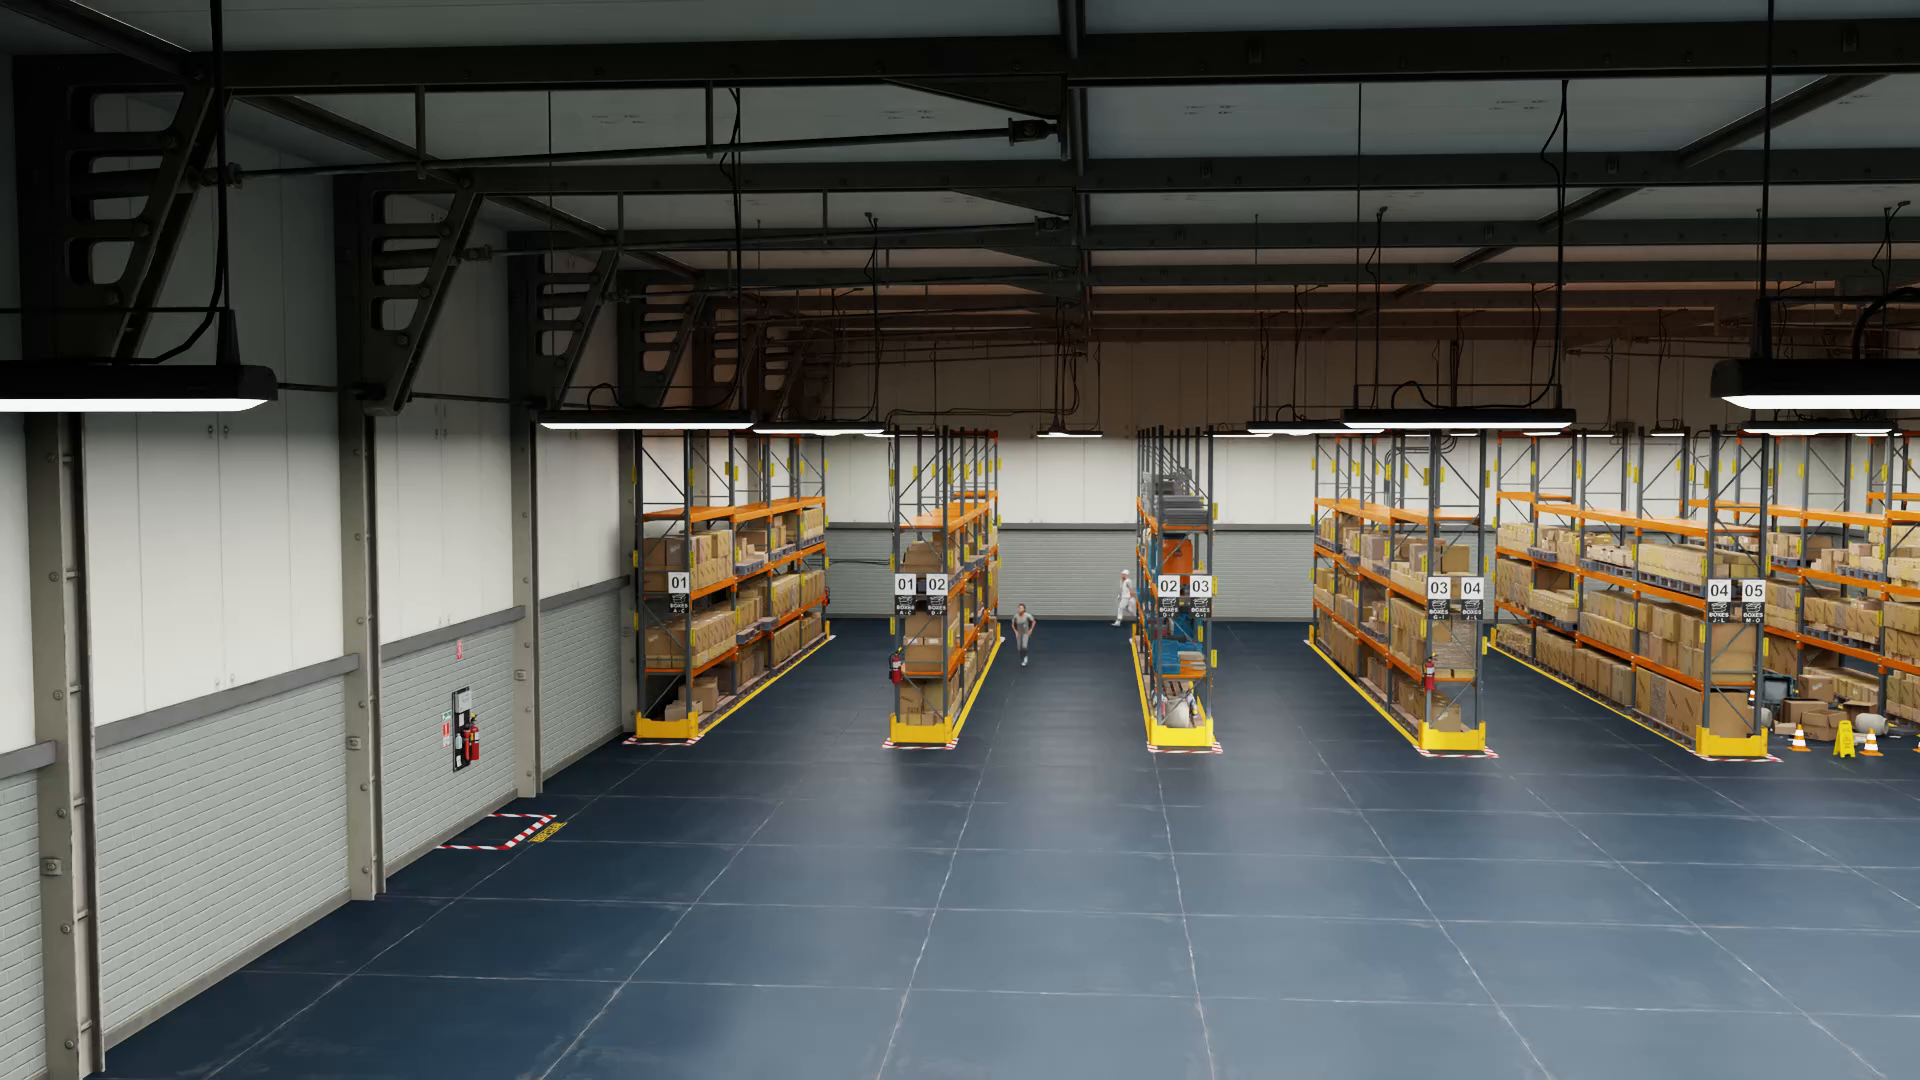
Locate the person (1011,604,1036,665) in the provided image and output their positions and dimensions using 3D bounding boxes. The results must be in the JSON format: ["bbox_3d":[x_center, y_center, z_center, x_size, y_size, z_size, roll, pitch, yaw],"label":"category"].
[{"bbox_3d":[1.614,2.406,42.148,0.601,1.575,0.707,1,4,14],"label":"person"}]

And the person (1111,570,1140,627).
[{"bbox_3d":[5.111,1.781,51.048,1.045,1.751,0.518,-1,3,-9],"label":"person"}]
